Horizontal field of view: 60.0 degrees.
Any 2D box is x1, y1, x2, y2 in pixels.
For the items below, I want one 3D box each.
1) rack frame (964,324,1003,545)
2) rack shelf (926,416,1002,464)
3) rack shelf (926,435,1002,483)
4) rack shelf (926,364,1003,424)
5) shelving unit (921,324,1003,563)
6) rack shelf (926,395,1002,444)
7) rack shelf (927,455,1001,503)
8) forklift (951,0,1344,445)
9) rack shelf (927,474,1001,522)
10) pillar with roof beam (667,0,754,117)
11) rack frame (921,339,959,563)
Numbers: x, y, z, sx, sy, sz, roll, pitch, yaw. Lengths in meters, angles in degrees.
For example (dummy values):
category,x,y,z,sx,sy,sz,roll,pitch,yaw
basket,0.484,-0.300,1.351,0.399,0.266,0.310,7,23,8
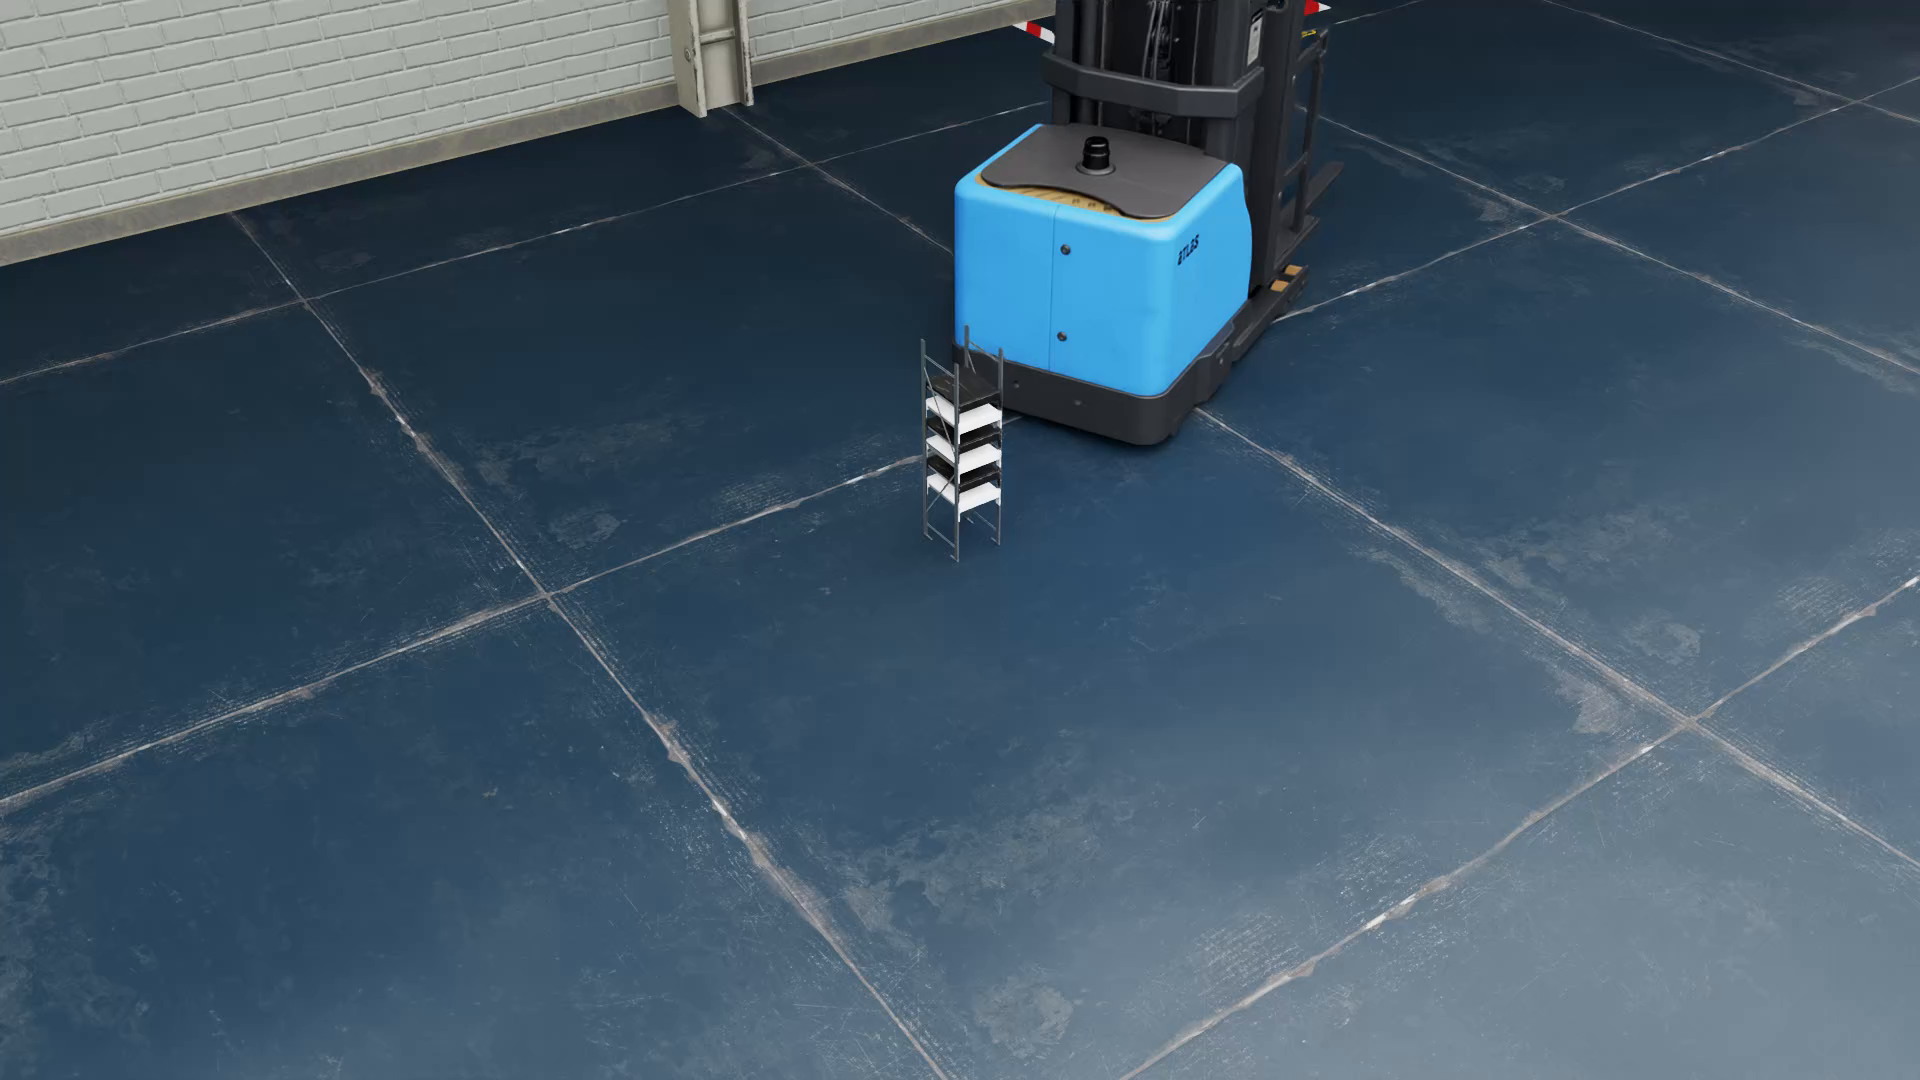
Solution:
category,x,y,z,sx,sy,sz,roll,pitch,yaw
rack frame,0.090,-0.402,6.539,0.006,0.900,0.240,-22,41,-28
rack shelf,0.007,-0.414,6.458,0.200,0.077,0.258,-22,41,-28
rack shelf,0.007,-0.341,6.510,0.200,0.077,0.258,-22,41,-28
rack shelf,0.007,-0.560,6.353,0.200,0.077,0.258,-22,41,-28
shelving unit,0.007,-0.368,6.491,0.210,0.900,0.258,-22,41,-28
rack shelf,0.007,-0.487,6.405,0.200,0.077,0.258,-22,41,-28
rack shelf,0.007,-0.268,6.563,0.200,0.077,0.258,-22,41,-28
forklift,1.118,-2.439,7.631,1.130,2.935,3.031,18,39,23
rack shelf,0.007,-0.195,6.616,0.200,0.077,0.258,-22,41,-28
pillar with roof beam,0.918,-4.389,5.145,0.400,9.000,9.100,-22,41,-28
rack frame,-0.076,-0.334,6.443,0.006,0.900,0.240,-22,41,-28
